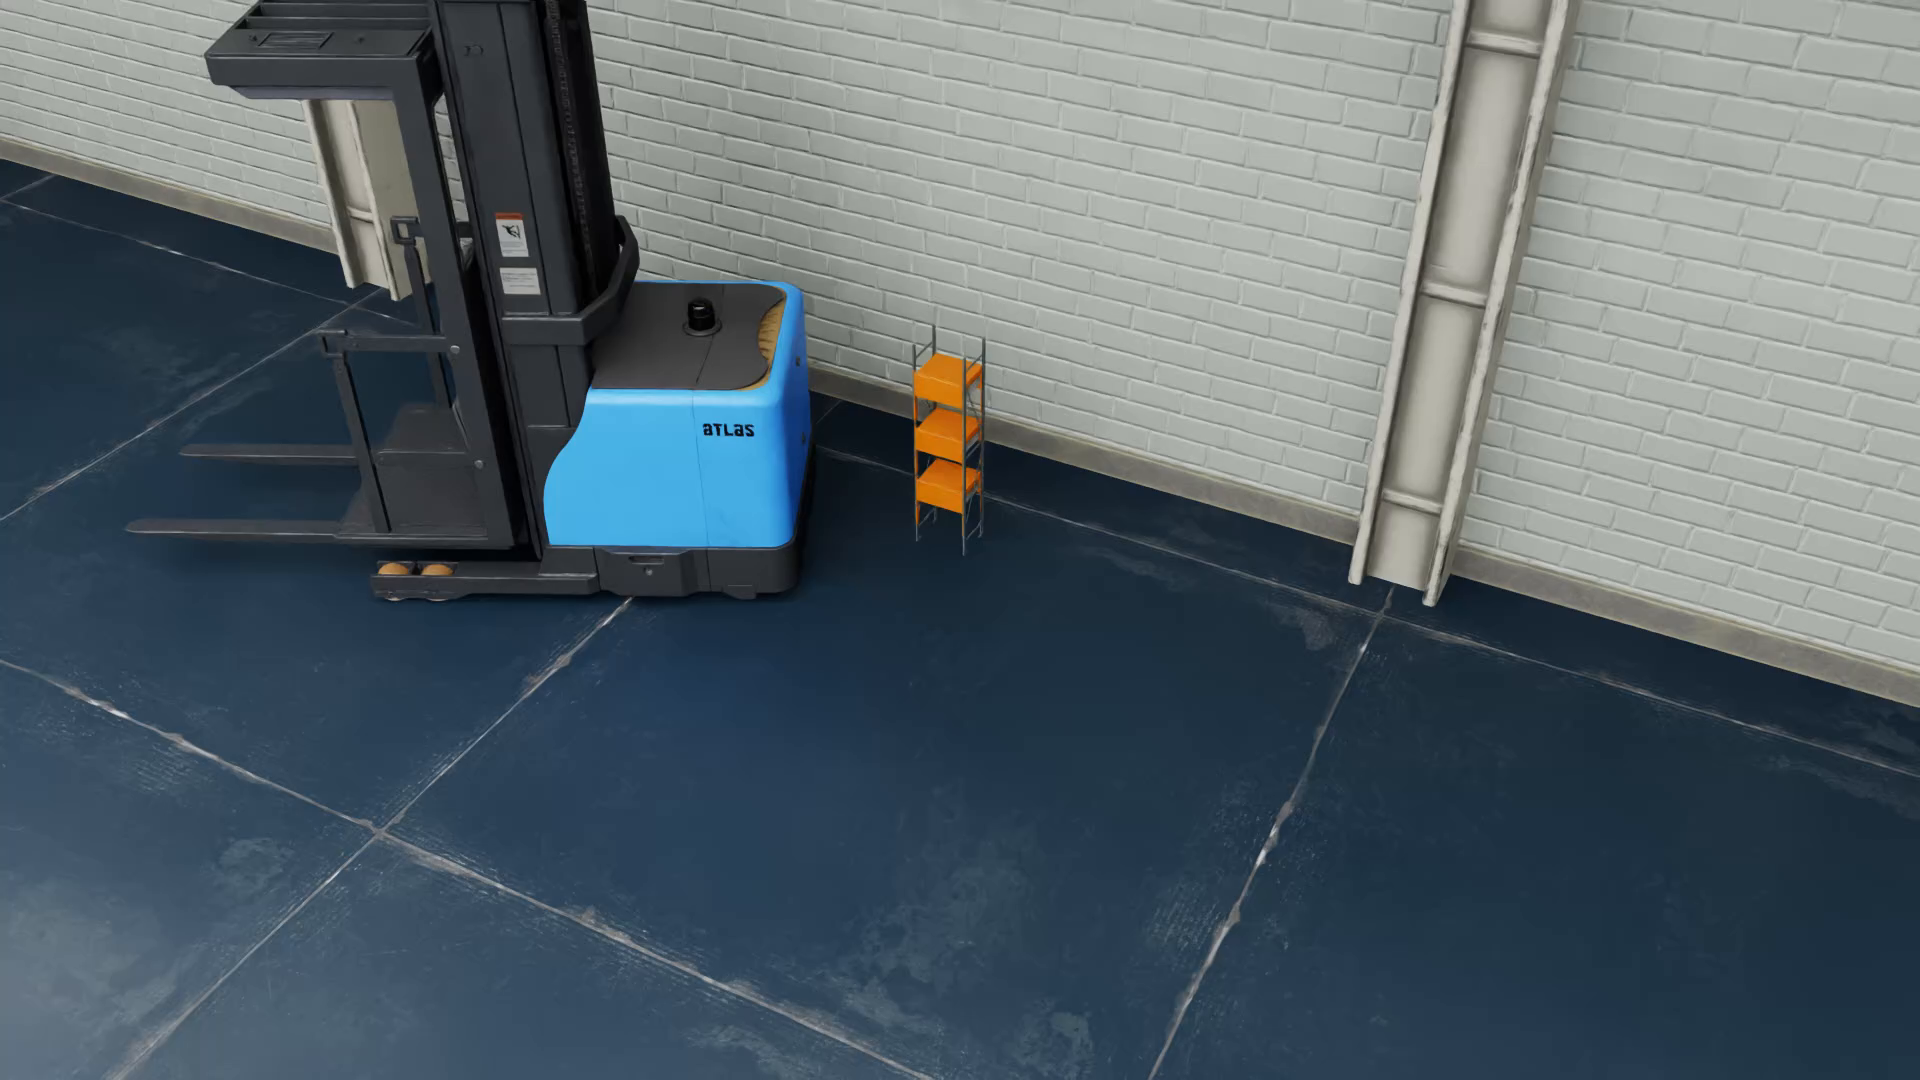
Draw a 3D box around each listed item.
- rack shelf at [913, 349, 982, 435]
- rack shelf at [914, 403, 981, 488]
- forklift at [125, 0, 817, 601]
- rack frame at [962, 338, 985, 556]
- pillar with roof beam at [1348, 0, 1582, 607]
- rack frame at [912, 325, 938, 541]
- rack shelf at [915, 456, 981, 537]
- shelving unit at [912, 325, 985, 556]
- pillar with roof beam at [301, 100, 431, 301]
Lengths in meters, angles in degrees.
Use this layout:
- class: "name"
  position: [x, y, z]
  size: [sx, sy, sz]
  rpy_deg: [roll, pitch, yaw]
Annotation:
- class: "rack shelf"
  position: [-0.048, -0.651, 7.287]
  size: [0.240, 0.259, 0.215]
  rpy_deg: [17, 41, 21]
- class: "rack shelf"
  position: [-0.048, -0.425, 7.459]
  size: [0.240, 0.259, 0.215]
  rpy_deg: [17, 41, 21]
- class: "forklift"
  position: [-2.220, -1.214, 6.925]
  size: [3.031, 2.935, 1.130]
  rpy_deg: [1, 37, 1]
- class: "rack frame"
  position: [0.061, -0.399, 7.407]
  size: [0.008, 1.050, 0.200]
  rpy_deg: [17, 41, 21]
- class: "pillar with roof beam"
  position: [0.015, -1.113, 1.773]
  size: [0.400, 9.000, 9.100]
  rpy_deg: [17, 41, 21]
- class: "rack frame"
  position: [-0.156, -0.467, 7.497]
  size: [0.008, 1.050, 0.200]
  rpy_deg: [17, 41, 21]
- class: "rack shelf"
  position: [-0.048, -0.203, 7.627]
  size: [0.240, 0.259, 0.215]
  rpy_deg: [17, 41, 21]
- class: "shelving unit"
  position: [-0.048, -0.433, 7.452]
  size: [0.252, 1.050, 0.215]
  rpy_deg: [17, 41, 21]
- class: "pillar with roof beam"
  position: [-5.313, -2.781, 3.971]
  size: [0.400, 9.000, 9.100]
  rpy_deg: [17, 41, 21]
